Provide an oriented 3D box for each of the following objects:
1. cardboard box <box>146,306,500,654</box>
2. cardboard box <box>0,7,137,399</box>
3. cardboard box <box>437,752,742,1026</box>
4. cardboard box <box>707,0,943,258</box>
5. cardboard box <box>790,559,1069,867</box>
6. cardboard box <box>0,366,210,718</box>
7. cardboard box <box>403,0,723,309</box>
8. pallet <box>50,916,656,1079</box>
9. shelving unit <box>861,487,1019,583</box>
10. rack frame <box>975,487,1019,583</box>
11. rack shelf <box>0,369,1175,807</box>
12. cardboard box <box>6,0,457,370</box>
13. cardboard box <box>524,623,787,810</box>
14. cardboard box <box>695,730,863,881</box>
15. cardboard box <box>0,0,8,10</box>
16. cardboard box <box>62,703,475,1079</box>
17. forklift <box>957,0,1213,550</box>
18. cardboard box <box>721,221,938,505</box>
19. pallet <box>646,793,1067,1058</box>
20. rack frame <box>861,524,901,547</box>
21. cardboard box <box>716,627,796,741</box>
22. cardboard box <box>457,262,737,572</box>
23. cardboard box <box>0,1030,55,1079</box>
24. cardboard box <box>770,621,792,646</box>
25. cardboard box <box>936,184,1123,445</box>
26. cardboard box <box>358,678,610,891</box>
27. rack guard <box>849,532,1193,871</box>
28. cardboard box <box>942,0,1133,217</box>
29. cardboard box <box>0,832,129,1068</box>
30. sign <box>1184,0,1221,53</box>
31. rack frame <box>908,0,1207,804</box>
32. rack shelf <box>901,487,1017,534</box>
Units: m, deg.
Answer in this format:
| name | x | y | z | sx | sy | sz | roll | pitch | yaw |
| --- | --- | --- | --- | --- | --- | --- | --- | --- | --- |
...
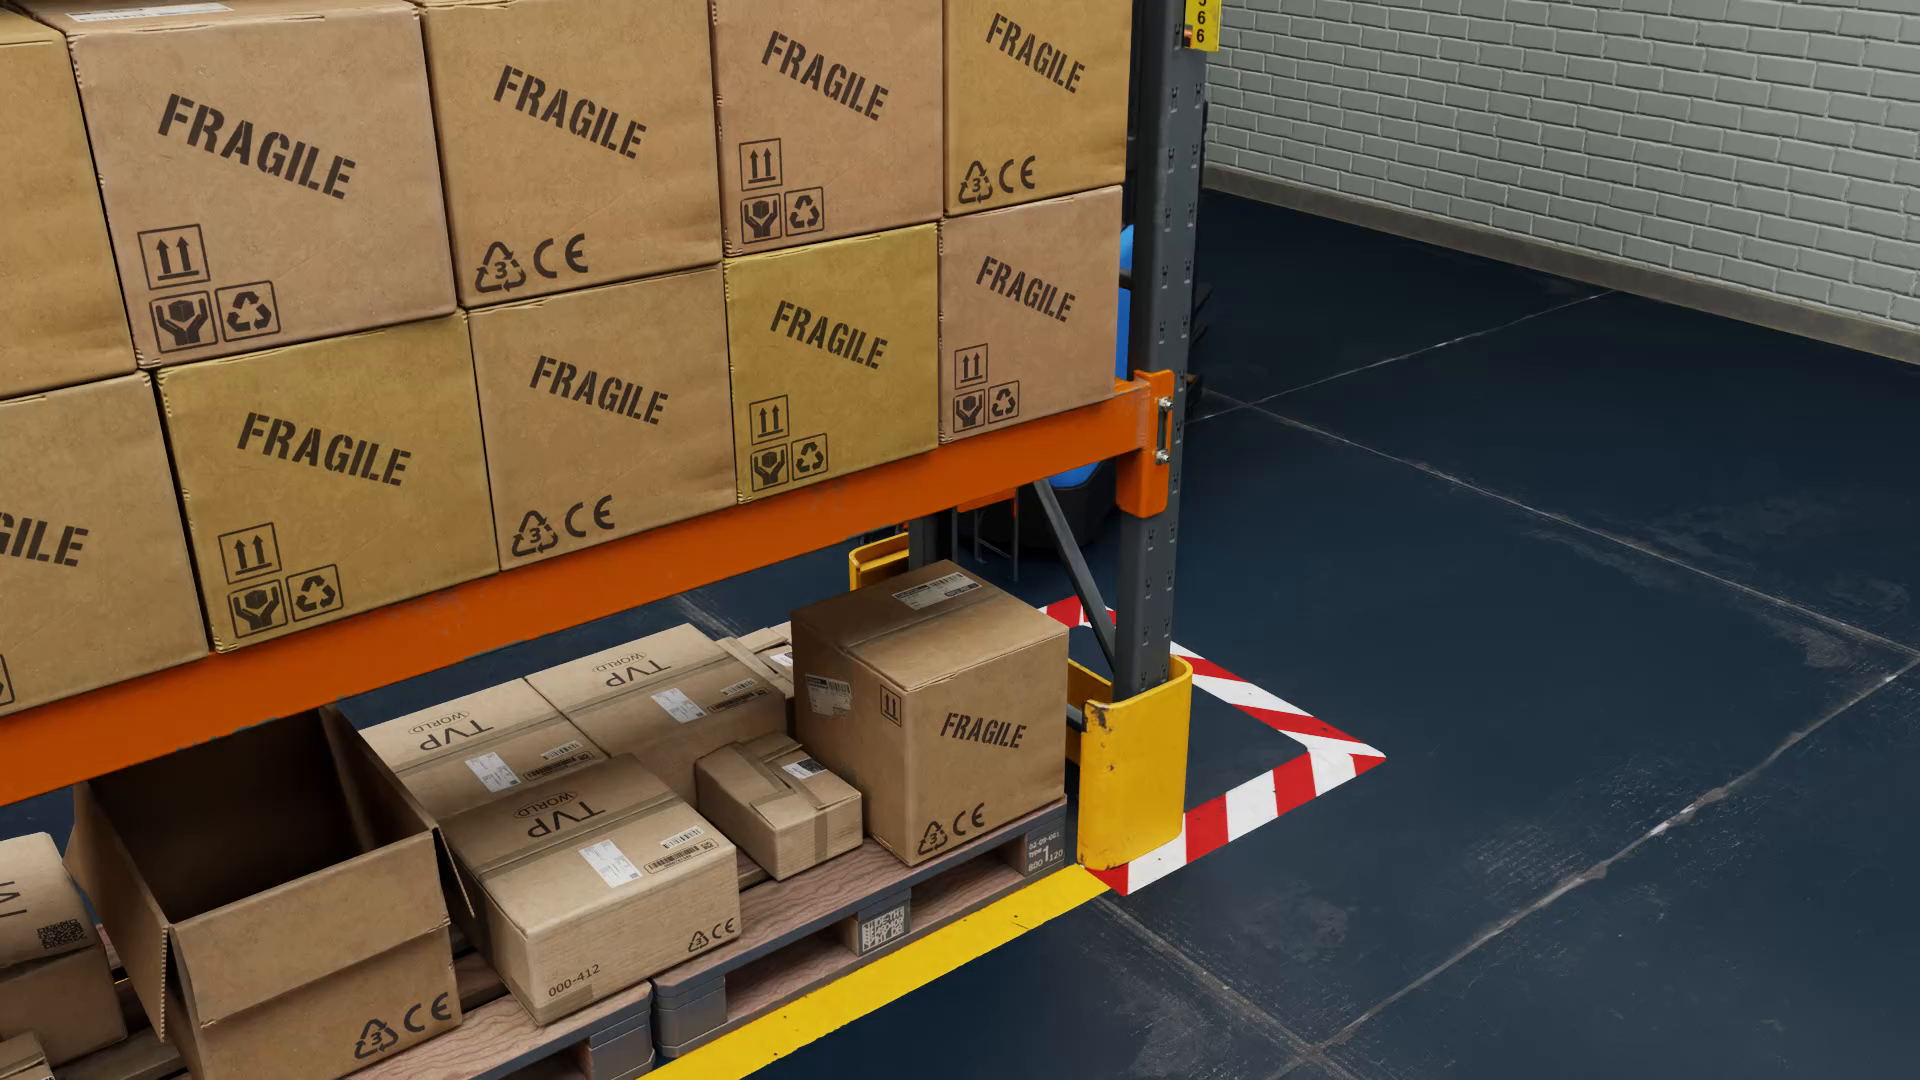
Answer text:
| name | x | y | z | sx | sy | sz | roll | pitch | yaw |
| --- | --- | --- | --- | --- | --- | --- | --- | --- | --- |
| cardboard box | -1.185 | -0.181 | 2.958 | 0.500 | 0.500 | 0.500 | -19 | 31 | -35 |
| cardboard box | -1.595 | -0.493 | 2.444 | 0.500 | 0.500 | 0.500 | -19 | 31 | -35 |
| cardboard box | -0.844 | 0.770 | 3.770 | 0.500 | 0.250 | 0.500 | -18 | 31 | -34 |
| cardboard box | -0.380 | -0.898 | 3.314 | 0.500 | 0.500 | 0.500 | -17 | 30 | -33 |
| cardboard box | -0.078 | 0.420 | 4.228 | 0.500 | 0.500 | 0.500 | -18 | 31 | -34 |
| cardboard box | -1.585 | -0.049 | 2.673 | 0.500 | 0.500 | 0.500 | -18 | 31 | -34 |
| cardboard box | -0.785 | -0.761 | 3.021 | 0.500 | 0.500 | 0.500 | -17 | 30 | -33 |
| pallet | -1.448 | 1.070 | 3.693 | 1.213 | 0.211 | 1.003 | -18 | 31 | -34 |
| shelving unit | -0.070 | -0.374 | 5.630 | 0.503 | 1.200 | 0.258 | -17 | 30 | -32 |
| rack frame | 0.129 | -0.433 | 5.758 | 0.015 | 1.200 | 0.240 | -17 | 30 | -32 |
| rack shelf | -1.376 | 0.109 | 3.307 | 4.000 | 0.370 | 1.077 | -18 | 31 | -34 |
| cardboard box | -1.189 | -0.628 | 2.733 | 0.500 | 0.500 | 0.500 | -17 | 30 | -32 |
| cardboard box | -0.799 | 0.488 | 4.379 | 0.500 | 0.250 | 0.500 | -18 | 31 | -34 |
| cardboard box | -0.452 | 0.647 | 4.136 | 0.250 | 0.166 | 0.380 | -18 | 31 | -34 |
| cardboard box | -1.517 | -0.809 | 3.123 | 0.500 | 0.500 | 0.500 | -19 | 31 | -34 |
| cardboard box | -1.475 | 0.745 | 3.524 | 0.637 | 0.503 | 0.797 | -18 | 31 | -34 |
| forklift | 0.458 | -1.889 | 6.838 | 1.130 | 2.935 | 3.031 | 9 | 26 | 18 |
| cardboard box | -0.393 | -0.440 | 3.516 | 0.500 | 0.500 | 0.500 | -18 | 30 | -34 |
| pallet | -0.489 | 0.755 | 4.372 | 1.213 | 0.211 | 1.003 | -18 | 31 | -34 |
| rack frame | -0.268 | -0.314 | 5.501 | 0.015 | 1.200 | 0.240 | -17 | 30 | -32 |
| cardboard box | -0.540 | 0.409 | 4.649 | 0.250 | 0.166 | 0.380 | -18 | 31 | -34 |
| cardboard box | -0.789 | -0.312 | 3.240 | 0.500 | 0.500 | 0.500 | -18 | 30 | -34 |
| cardboard box | -1.811 | 1.122 | 3.111 | 0.250 | 0.166 | 0.380 | -18 | 31 | -34 |
| cardboard box | -0.344 | 0.352 | 4.793 | 0.250 | 0.149 | 0.380 | -18 | 31 | -34 |
| cardboard box | 0.013 | -0.576 | 3.809 | 0.500 | 0.500 | 0.500 | -17 | 30 | -32 |
| cardboard box | -1.192 | 0.618 | 4.099 | 0.500 | 0.250 | 0.500 | -18 | 31 | -34 |
| rack guard | 0.138 | 0.417 | 4.758 | 0.348 | 0.500 | 1.175 | -18 | 31 | -34 |
| cardboard box | 0.017 | -1.029 | 3.598 | 0.500 | 0.500 | 0.500 | -19 | 31 | -34 |
| cardboard box | -2.086 | 0.885 | 3.450 | 0.500 | 0.311 | 0.500 | -18 | 31 | -34 |
| sign | 0.525 | -1.216 | 3.557 | 0.005 | 0.325 | 0.100 | -18 | 31 | -34 |
| rack frame | 0.198 | -0.737 | 4.275 | 0.127 | 3.000 | 1.000 | -18 | 31 | -34 |
| rack shelf | -0.070 | -0.133 | 5.742 | 0.480 | 0.148 | 0.258 | -17 | 30 | -32 |
